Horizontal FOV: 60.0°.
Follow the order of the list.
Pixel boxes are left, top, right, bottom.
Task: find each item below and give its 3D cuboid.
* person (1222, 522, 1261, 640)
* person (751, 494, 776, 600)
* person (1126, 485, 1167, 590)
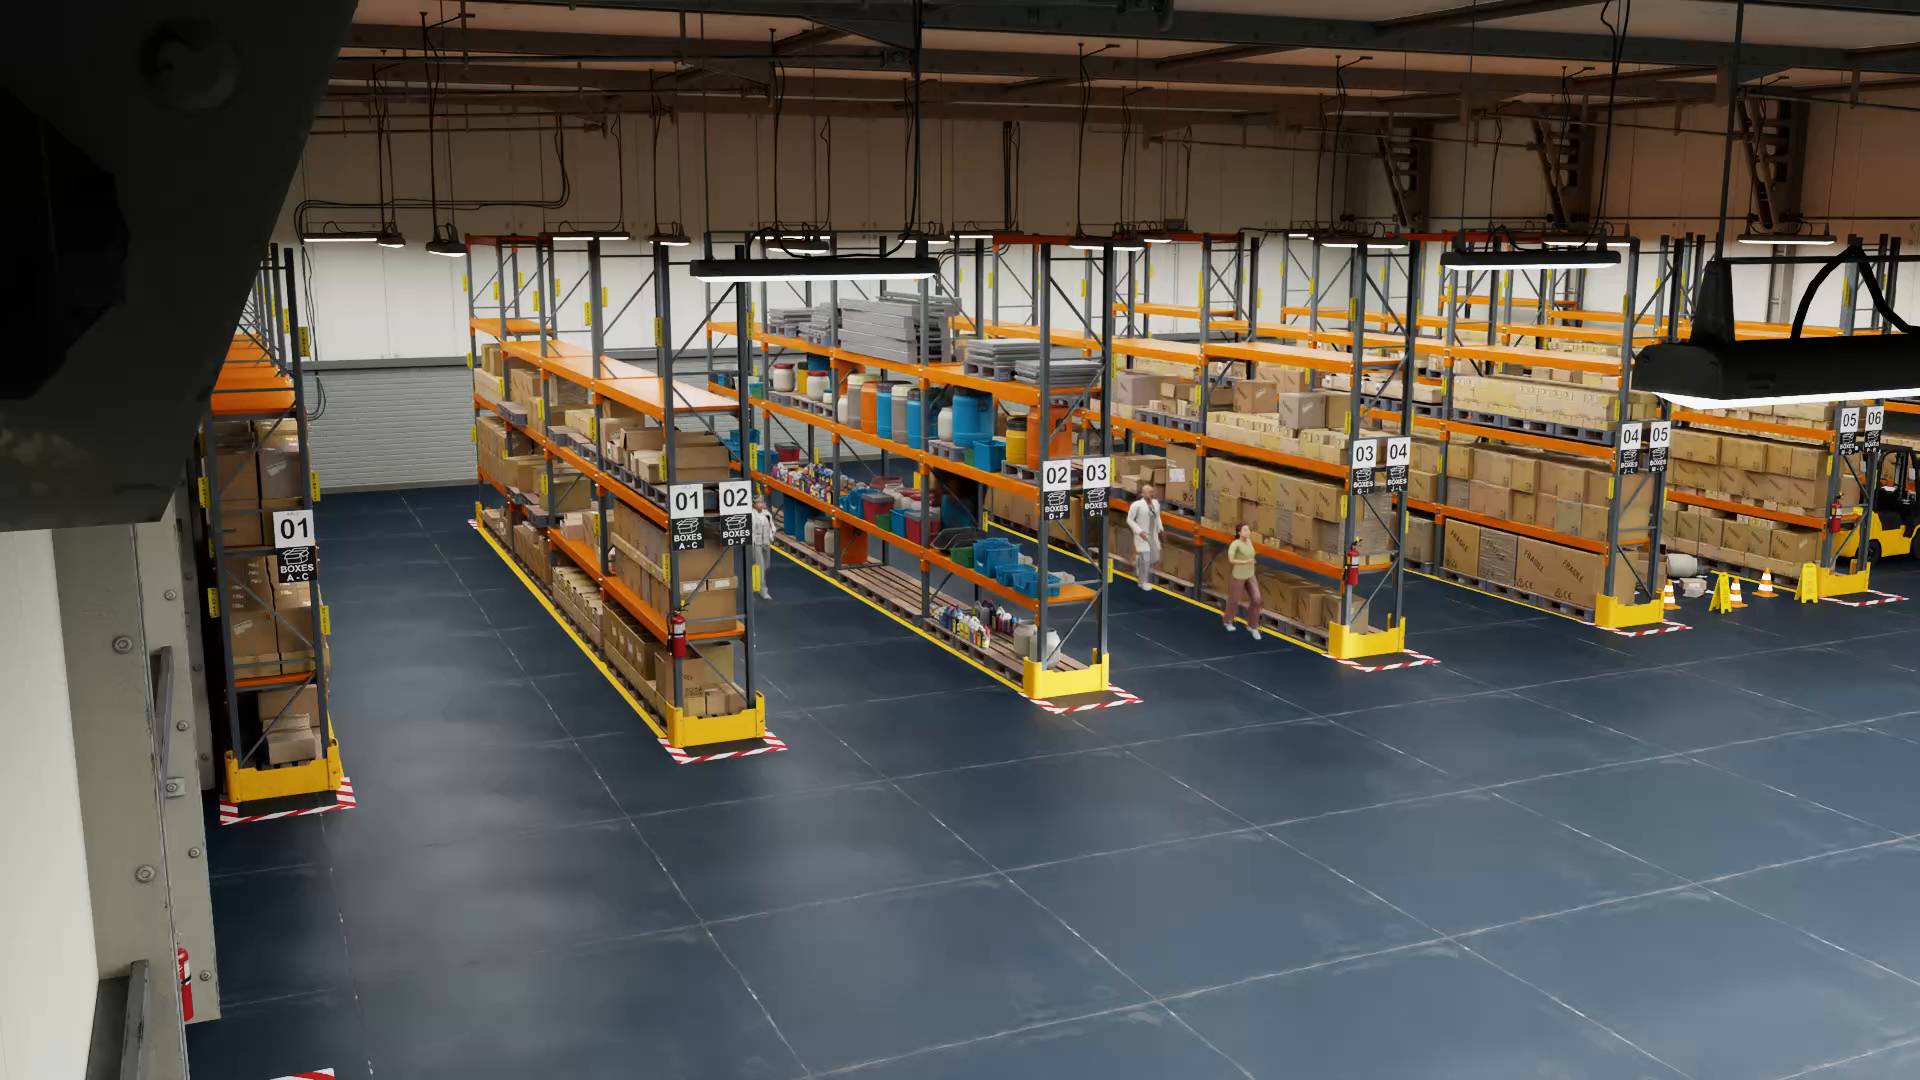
[{"bbox_3d":[4.160,0.598,24.552,0.581,1.716,0.669,-7,13,-31],"label":"person"},{"bbox_3d":[-3.246,0.082,26.833,0.625,1.691,0.671,-7,13,-32],"label":"person"},{"bbox_3d":[3.026,-0.059,27.403,0.693,1.737,0.670,-6,13,-30],"label":"person"}]
